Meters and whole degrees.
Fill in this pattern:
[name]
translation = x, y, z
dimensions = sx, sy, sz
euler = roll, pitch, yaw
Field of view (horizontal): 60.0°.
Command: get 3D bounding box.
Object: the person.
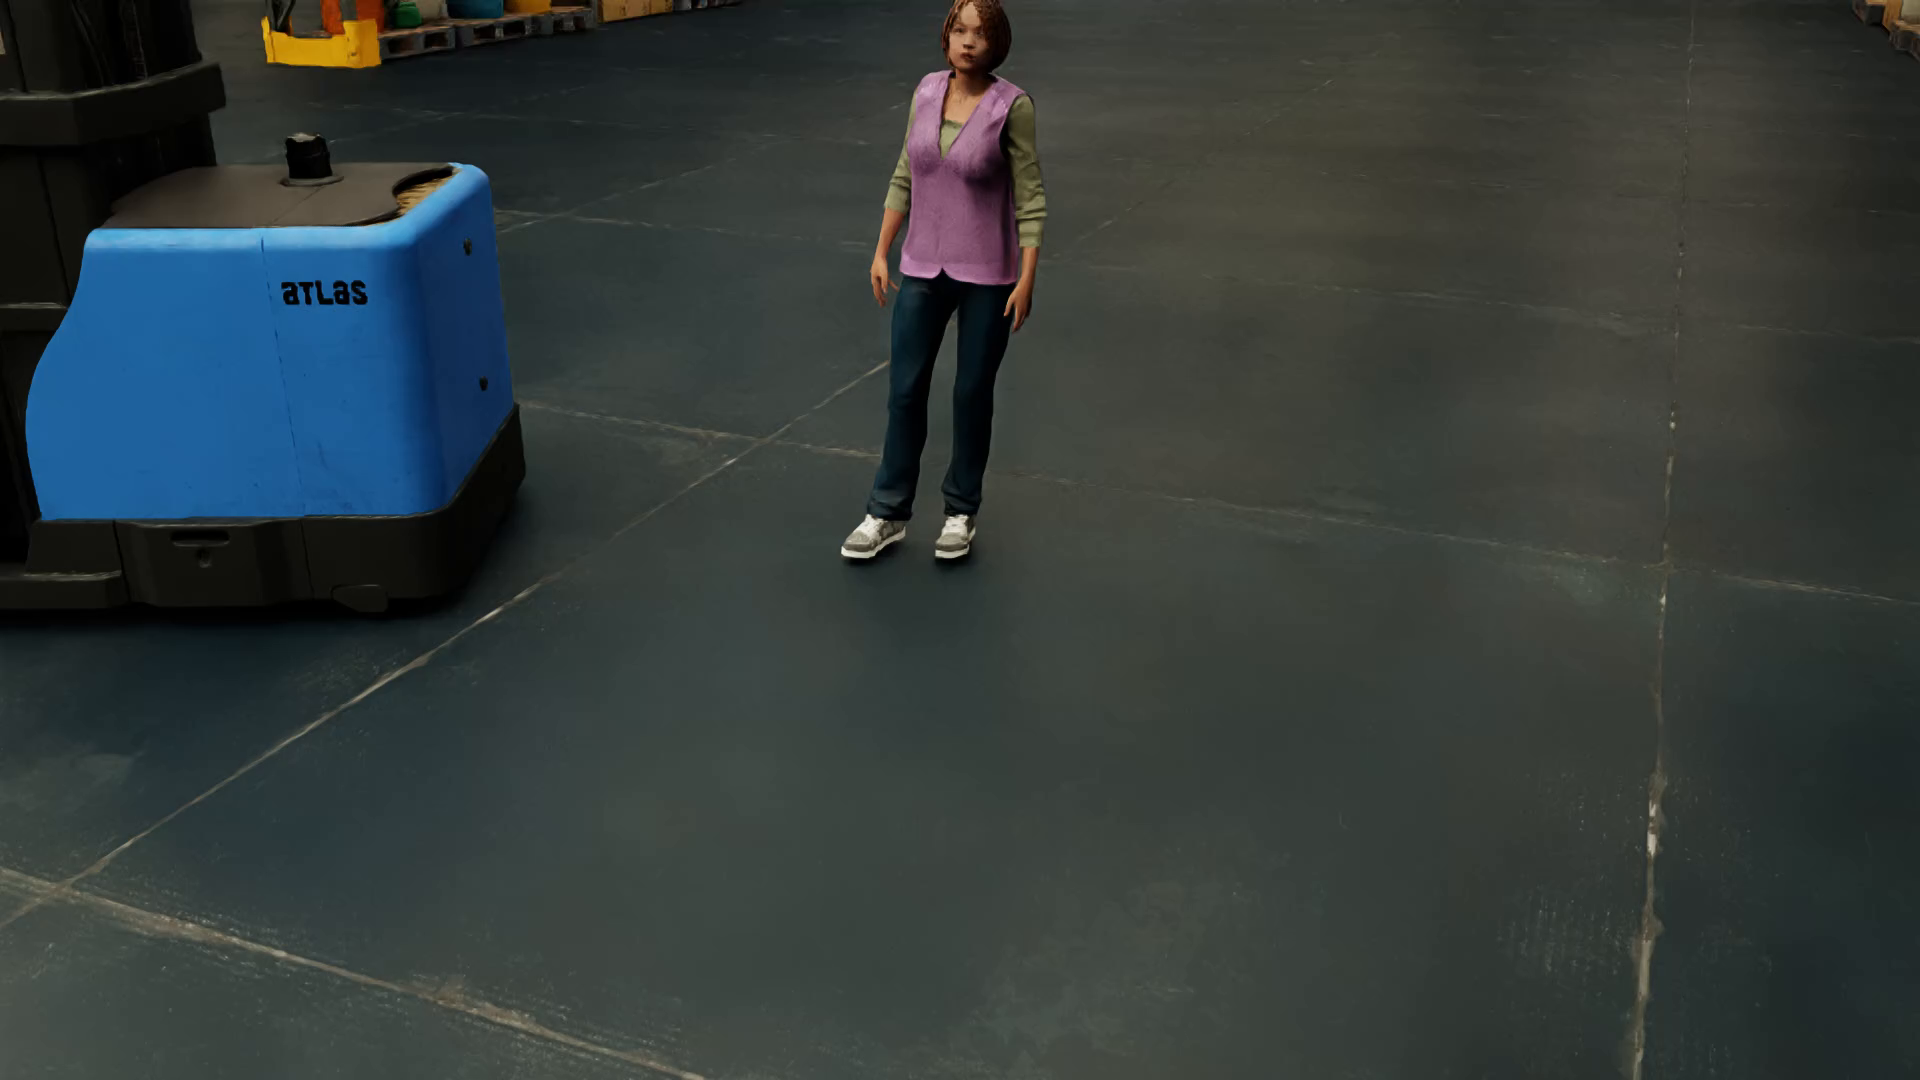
[person]
translation = -0.041, -0.719, 4.724
dimensions = 0.520, 1.597, 0.474
euler = 9, 24, 21

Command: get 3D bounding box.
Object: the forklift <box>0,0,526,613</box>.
[forklift]
translation = -2.909, -1.308, 4.422
dimensions = 3.031, 2.935, 1.130
euler = -1, 23, -2
